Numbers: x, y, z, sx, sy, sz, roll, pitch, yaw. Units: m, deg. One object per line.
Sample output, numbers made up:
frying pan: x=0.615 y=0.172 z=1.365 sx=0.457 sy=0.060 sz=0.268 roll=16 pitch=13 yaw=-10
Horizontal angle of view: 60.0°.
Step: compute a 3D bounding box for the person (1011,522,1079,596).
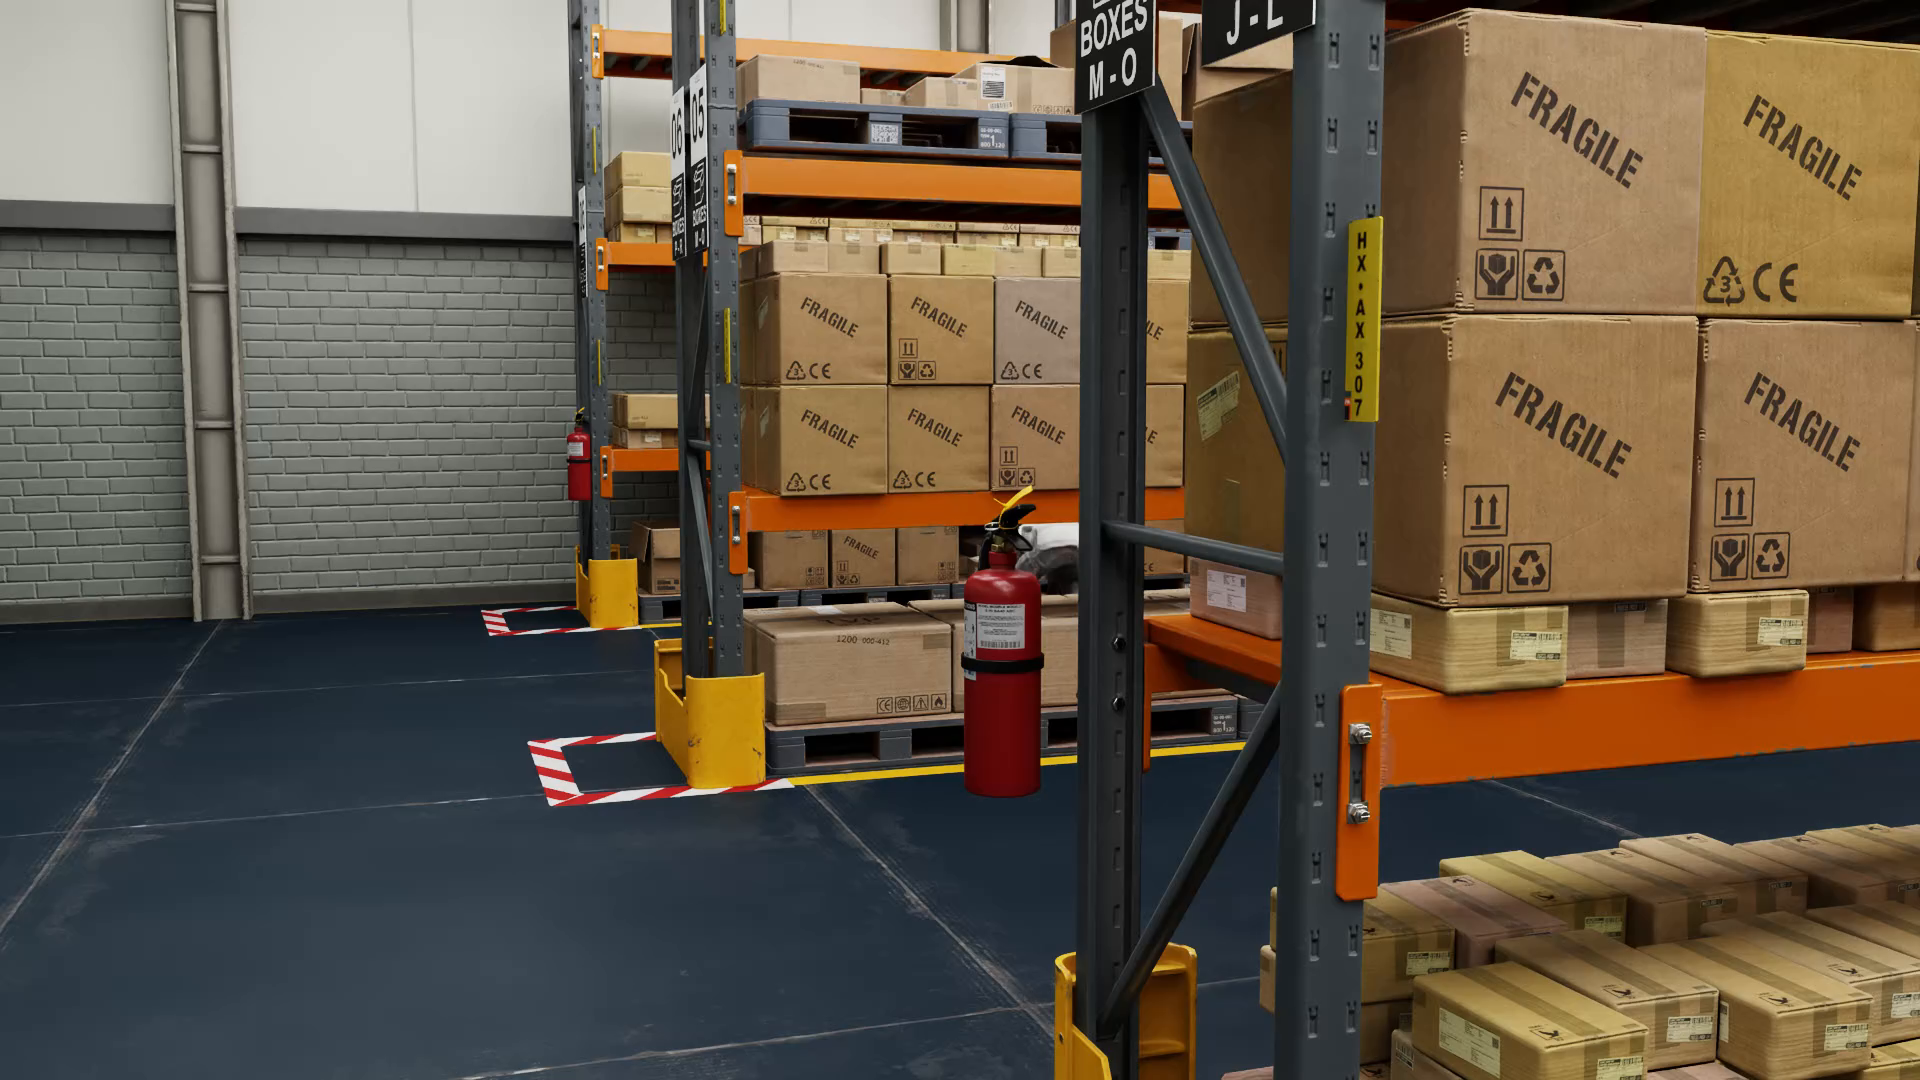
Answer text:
person: x=0.600 y=0.240 z=11.752 sx=0.535 sy=0.917 sz=0.986 roll=-2 pitch=6 yaw=-21
